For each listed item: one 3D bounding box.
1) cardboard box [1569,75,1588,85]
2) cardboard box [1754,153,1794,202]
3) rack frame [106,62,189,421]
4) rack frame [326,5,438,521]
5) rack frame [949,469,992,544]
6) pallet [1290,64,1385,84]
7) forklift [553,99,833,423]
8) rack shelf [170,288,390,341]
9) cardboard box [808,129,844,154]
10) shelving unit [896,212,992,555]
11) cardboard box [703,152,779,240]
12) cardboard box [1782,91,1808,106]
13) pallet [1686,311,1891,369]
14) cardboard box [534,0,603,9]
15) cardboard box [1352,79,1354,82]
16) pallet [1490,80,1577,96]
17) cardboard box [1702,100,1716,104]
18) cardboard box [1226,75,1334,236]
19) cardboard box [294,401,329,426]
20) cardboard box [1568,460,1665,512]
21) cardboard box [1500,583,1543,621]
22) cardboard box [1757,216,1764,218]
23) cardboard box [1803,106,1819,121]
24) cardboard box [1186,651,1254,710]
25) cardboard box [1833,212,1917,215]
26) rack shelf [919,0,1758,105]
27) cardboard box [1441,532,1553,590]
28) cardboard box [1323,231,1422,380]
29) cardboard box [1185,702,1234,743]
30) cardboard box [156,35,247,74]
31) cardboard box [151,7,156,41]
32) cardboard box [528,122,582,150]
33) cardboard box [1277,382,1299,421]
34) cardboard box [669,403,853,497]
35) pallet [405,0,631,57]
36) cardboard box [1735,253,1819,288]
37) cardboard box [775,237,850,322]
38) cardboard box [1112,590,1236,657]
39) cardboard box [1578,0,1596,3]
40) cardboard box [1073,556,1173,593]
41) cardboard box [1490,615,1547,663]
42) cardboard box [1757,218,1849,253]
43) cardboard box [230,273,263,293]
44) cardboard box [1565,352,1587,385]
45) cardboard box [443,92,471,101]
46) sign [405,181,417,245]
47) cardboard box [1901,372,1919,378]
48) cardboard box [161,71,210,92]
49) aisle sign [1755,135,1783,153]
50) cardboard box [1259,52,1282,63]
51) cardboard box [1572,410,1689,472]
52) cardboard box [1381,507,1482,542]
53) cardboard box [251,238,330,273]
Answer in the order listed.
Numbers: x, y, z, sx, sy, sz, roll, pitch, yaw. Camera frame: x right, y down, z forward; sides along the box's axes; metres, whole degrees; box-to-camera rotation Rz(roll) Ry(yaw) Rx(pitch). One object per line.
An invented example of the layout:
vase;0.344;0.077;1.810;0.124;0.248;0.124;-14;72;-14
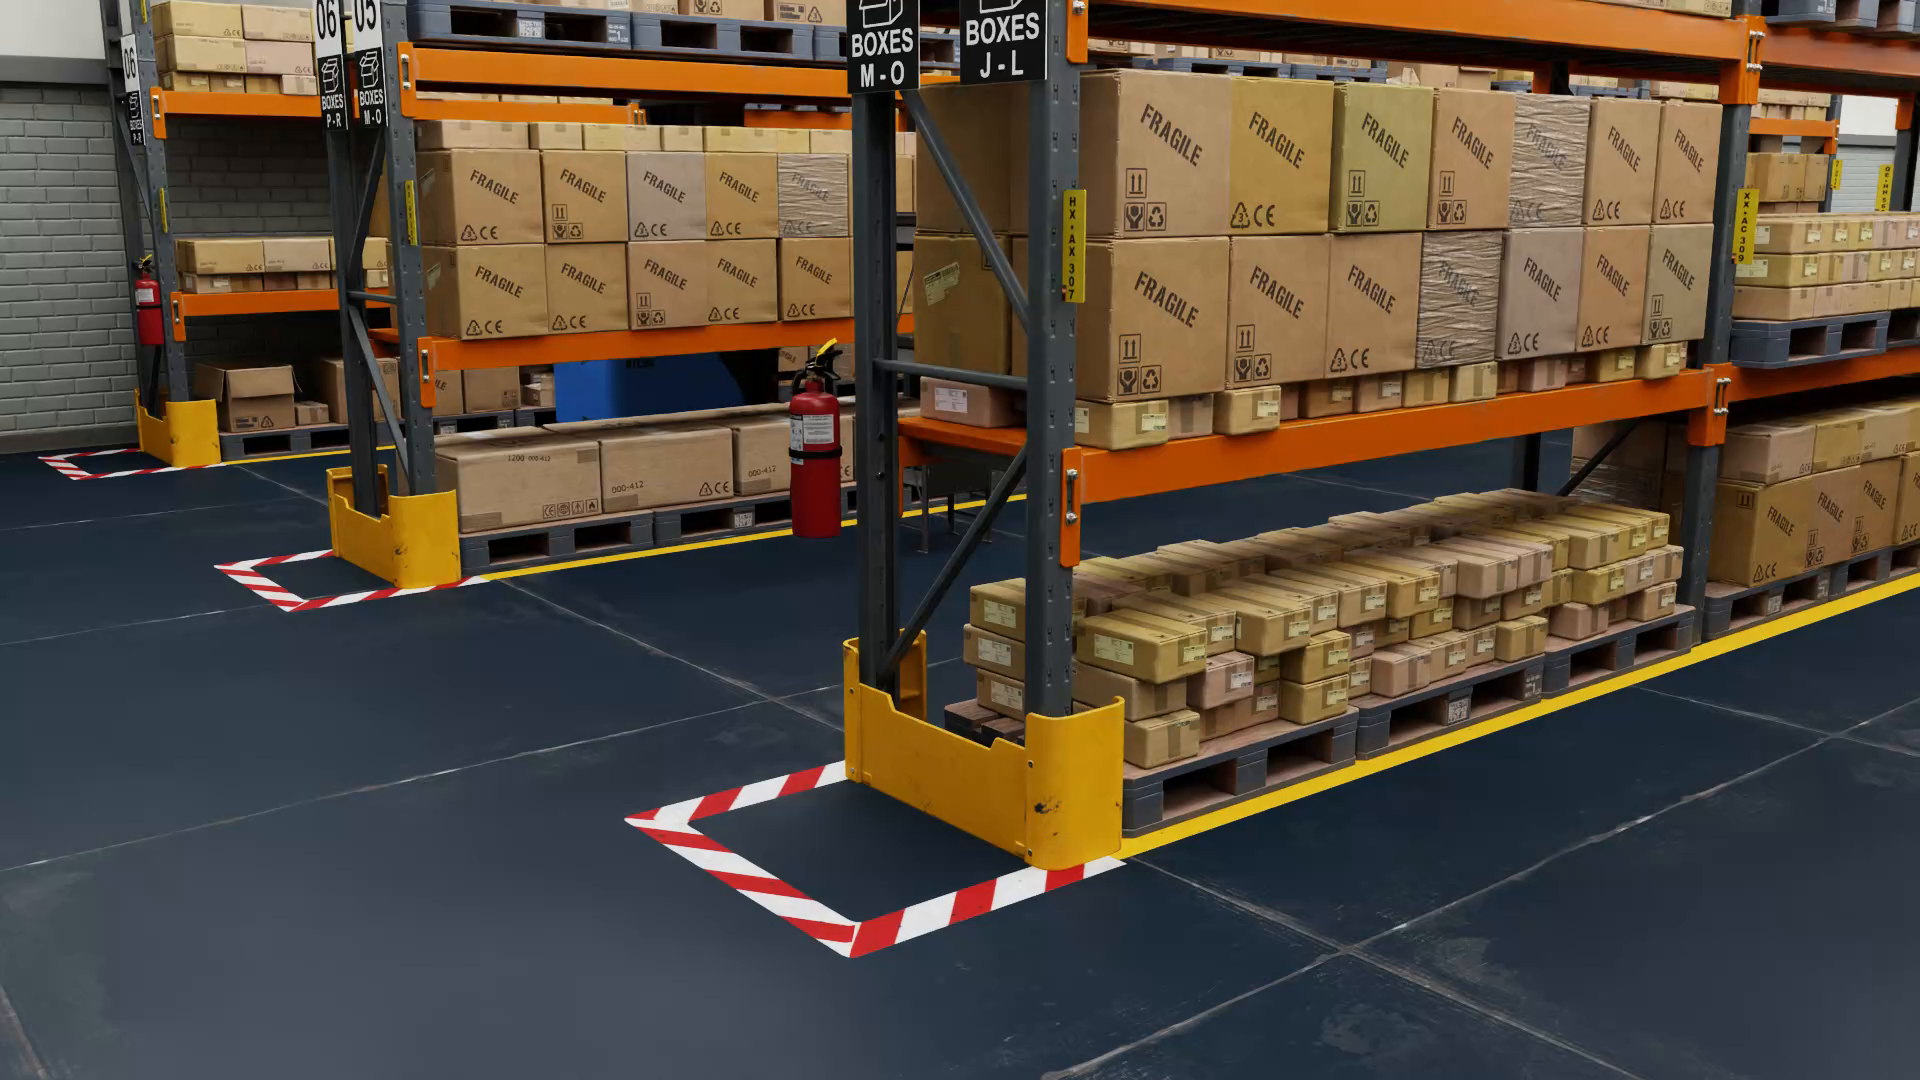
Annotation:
cardboard box;5.429;-4.310;15.334;0.500;0.250;0.500;-9;15;-37
cardboard box;8.320;-3.828;17.573;0.500;0.500;0.700;-10;15;-38
rack frame;-6.281;-2.122;12.902;0.127;3.000;1.000;-9;15;-38
rack frame;-3.178;-1.318;9.113;0.127;3.000;1.000;-9;15;-38
rack frame;0.061;-1.037;9.959;0.015;2.100;0.400;-9;15;-38
pallet;2.600;-3.639;13.276;1.003;0.211;1.213;-9;15;-35
forklift;-1.489;-1.996;12.474;3.031;2.935;1.130;-9;15;-36
rack shelf;-4.720;-2.030;14.199;4.000;0.370;1.077;-9;15;-38
cardboard box;-0.930;-2.479;10.373;0.250;0.149;0.380;-10;15;-38
shelving unit;-0.129;-1.006;9.810;0.503;2.100;0.431;-9;15;-38
cardboard box;-1.440;-2.073;10.022;0.500;0.500;0.500;-9;15;-37
cardboard box;8.683;-4.760;17.749;0.500;0.250;0.500;-10;15;-38
pallet;3.805;-1.029;8.214;1.213;0.211;1.003;-9;15;-38
cardboard box;-2.184;-3.020;9.263;0.250;0.149;0.380;-9;15;-36
cardboard box;4.676;-5.687;20.969;0.637;0.503;0.797;-9;15;-36
pallet;4.836;-4.052;15.222;1.003;0.211;1.213;-9;15;-38
cardboard box;7.389;-4.354;16.795;0.250;0.149;0.380;-10;16;-39
cardboard box;0.900;-1.293;5.634;0.500;0.500;0.500;-9;15;-36
cardboard box;-5.389;-1.046;13.686;0.250;0.149;0.380;-10;16;-40
cardboard box;3.538;-0.167;8.699;0.500;0.500;0.500;-10;15;-39
cardboard box;2.224;0.217;7.024;0.250;0.149;0.380;-9;15;-36
cardboard box;3.926;-1.607;8.635;0.250;0.149;0.380;-9;15;-38
cardboard box;9.038;-4.609;17.996;0.250;0.149;0.380;-9;15;-37
cardboard box;0.812;0.463;5.864;0.250;0.149;0.380;-10;15;-38
cardboard box;5.356;-1.845;9.756;0.250;0.149;0.380;-10;15;-38
rack shelf;1.555;-1.903;6.379;4.000;0.370;1.077;-9;15;-38
cardboard box;2.232;0.084;6.934;0.250;0.149;0.380;-10;16;-40
cardboard box;1.309;-0.871;6.052;0.500;0.500;0.500;-9;15;-37
cardboard box;0.756;0.598;5.945;0.250;0.149;0.380;-10;15;-38
cardboard box;-5.764;-3.675;12.638;0.500;0.250;0.500;-10;15;-38
cardboard box;-6.109;-4.009;13.008;0.500;0.250;0.500;-10;16;-39
cardboard box;-2.293;-2.235;9.223;0.250;0.149;0.380;-9;15;-36
cardboard box;0.985;-0.516;5.942;0.250;0.149;0.380;-9;15;-35
cardboard box;-1.310;-0.609;10.931;0.875;0.438;0.875;-10;16;-39
pallet;-2.605;-2.840;9.272;1.213;0.211;1.003;-9;15;-38
cardboard box;3.712;-1.252;7.679;0.250;0.149;0.380;-9;15;-37
cardboard box;-1.038;-1.649;10.431;0.500;0.500;0.500;-10;15;-38
cardboard box;0.755;0.302;5.906;0.250;0.149;0.380;-9;15;-37
cardboard box;2.109;-2.205;6.429;0.500;0.250;0.500;-10;15;-38
cardboard box;0.604;0.183;6.467;0.250;0.149;0.380;-10;15;-39
cardboard box;2.215;0.382;6.958;0.250;0.149;0.380;-9;15;-38
cardboard box;3.926;-1.434;7.824;0.250;0.149;0.380;-9;15;-36
cardboard box;-5.684;-2.038;13.111;0.250;0.149;0.380;-9;15;-36
cardboard box;2.417;-0.751;7.048;0.250;0.149;0.380;-10;16;-39
cardboard box;-4.277;-3.732;13.865;0.250;0.149;0.380;-9;15;-37
sign;-2.836;-1.689;8.588;0.005;0.325;0.100;-9;15;-38
cardboard box;6.772;-0.736;10.776;0.750;0.750;1.050;-10;15;-38
cardboard box;-5.887;-3.470;12.634;0.250;0.149;0.380;-9;15;-36
aisle sign;9.171;-4.724;18.895;0.004;0.787;0.394;-9;15;-38
cardboard box;2.212;-3.727;12.552;0.258;0.266;0.396;-10;16;-39
cardboard box;3.541;-0.534;8.625;0.500;0.250;0.500;-10;16;-39
cardboard box;2.110;-0.033;7.485;0.250;0.149;0.380;-10;16;-39
cardboard box;-5.365;-2.275;13.267;0.500;0.250;0.500;-9;15;-37
